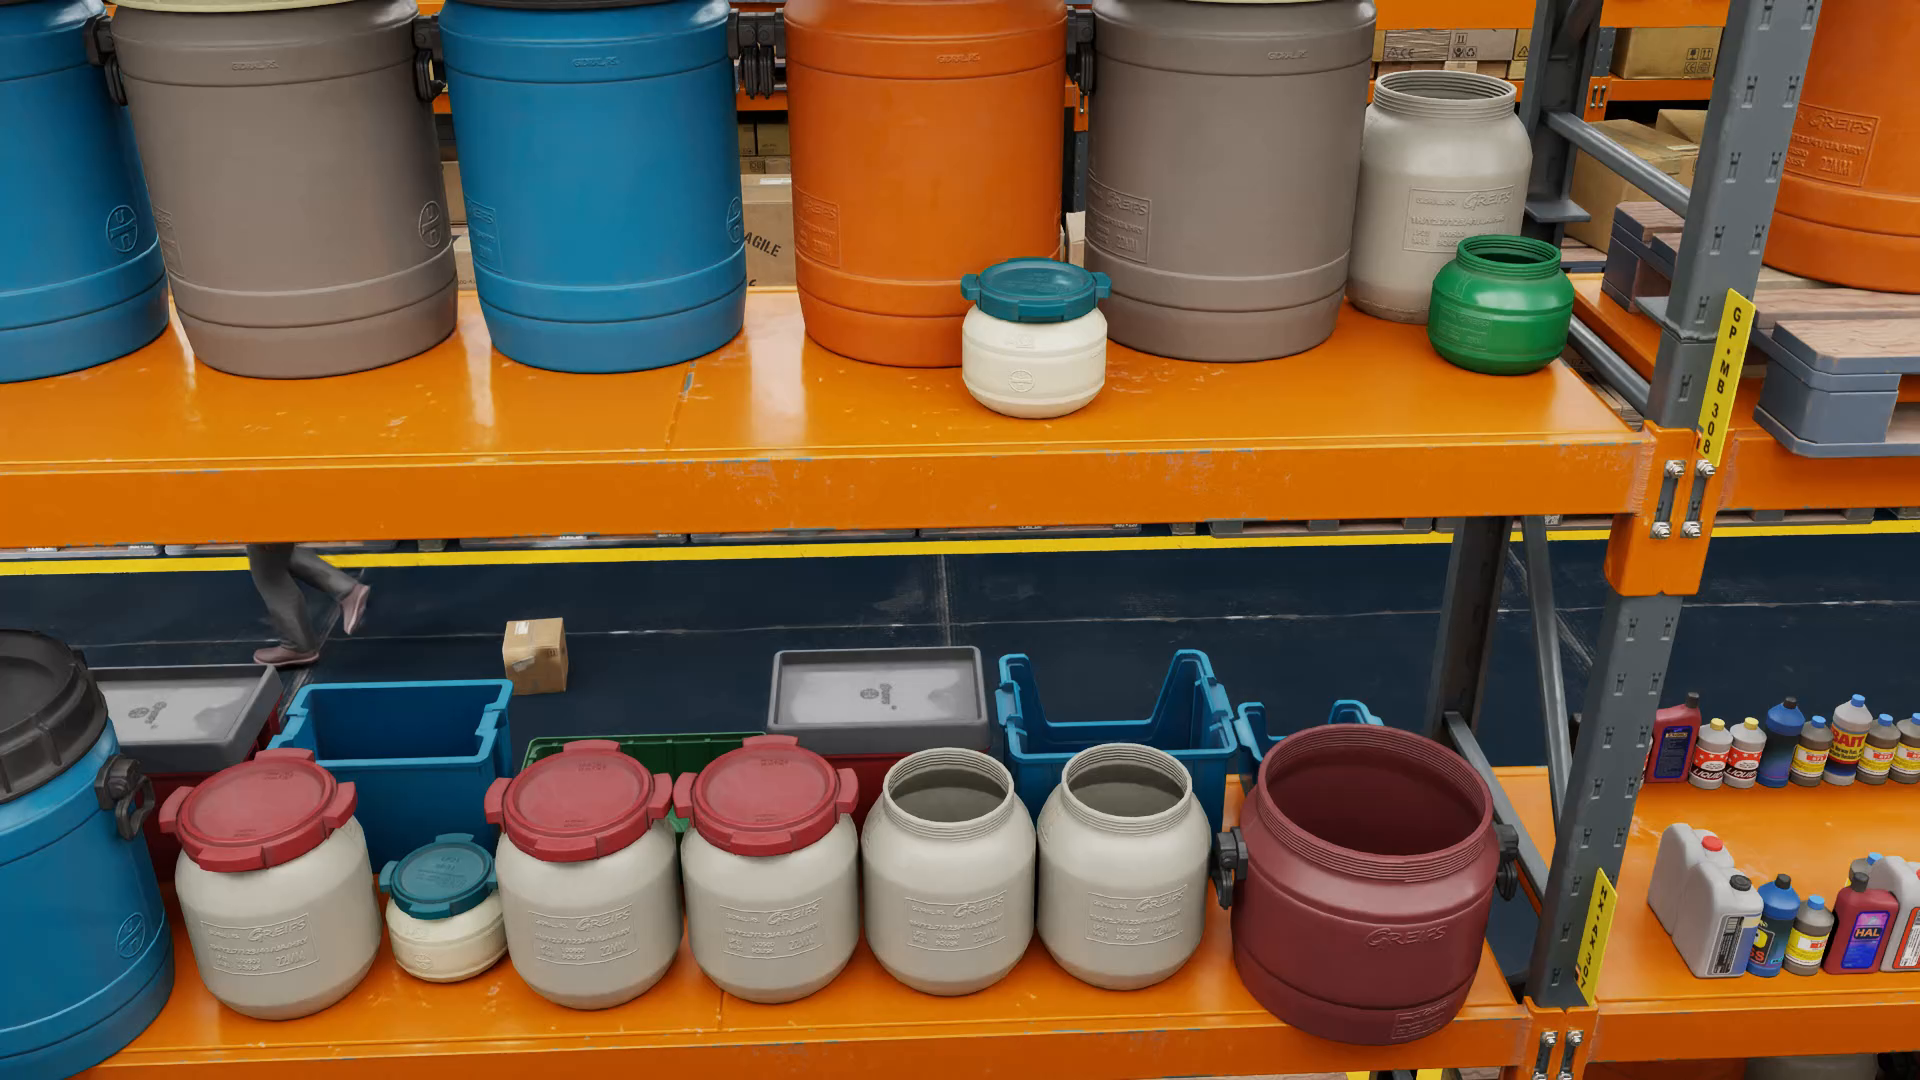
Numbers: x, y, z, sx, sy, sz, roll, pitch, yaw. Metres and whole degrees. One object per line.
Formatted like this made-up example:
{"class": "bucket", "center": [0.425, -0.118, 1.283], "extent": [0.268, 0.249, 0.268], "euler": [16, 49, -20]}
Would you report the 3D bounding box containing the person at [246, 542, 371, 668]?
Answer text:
{"class": "person", "center": [-3.025, -0.192, 7.447], "extent": [0.539, 1.645, 0.474], "euler": [-2, 28, -3]}
